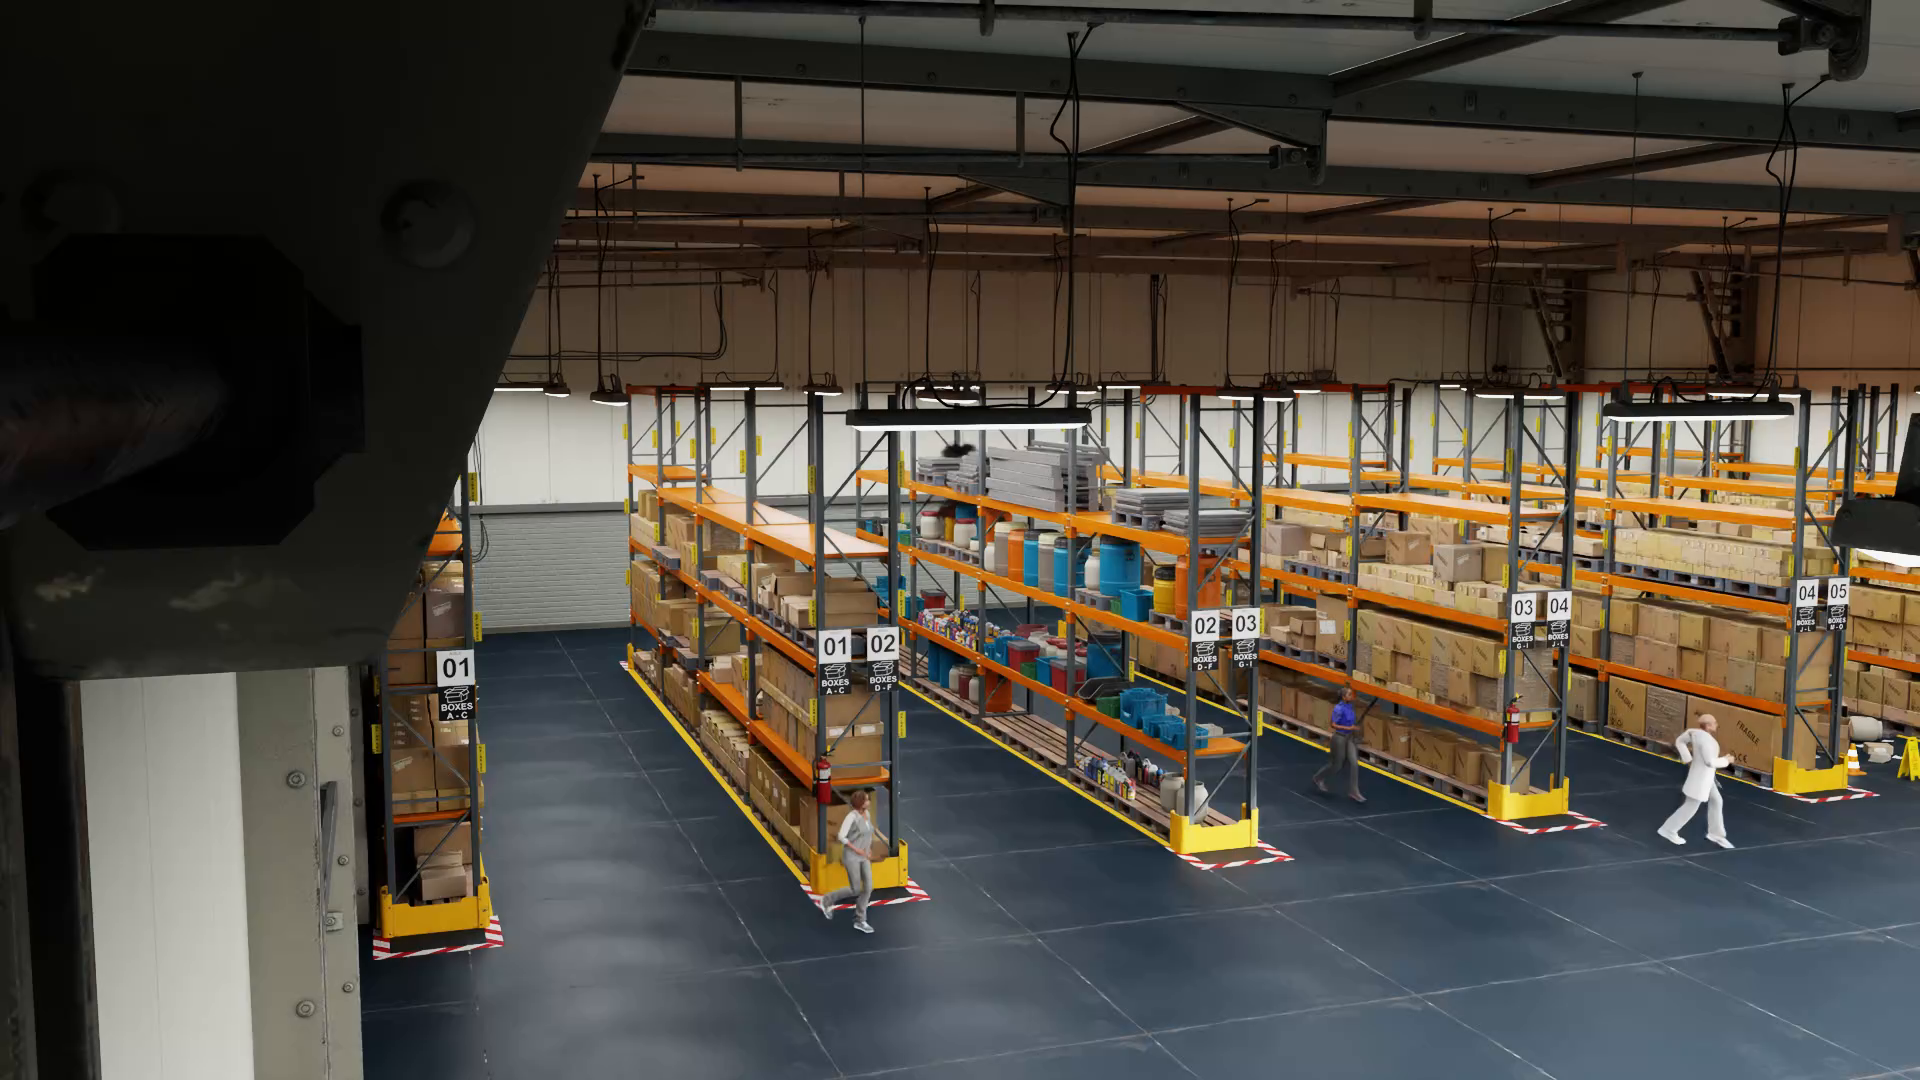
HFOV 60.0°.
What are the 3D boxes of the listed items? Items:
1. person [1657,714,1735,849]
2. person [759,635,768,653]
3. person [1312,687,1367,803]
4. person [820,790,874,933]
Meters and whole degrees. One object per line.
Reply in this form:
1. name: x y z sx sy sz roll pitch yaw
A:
1. person: 9.731 3.186 21.909 0.962 1.820 0.656 2 6 18
2. person: -4.214 1.925 34.720 0.659 1.685 0.760 -3 7 -30
3. person: 5.588 2.988 24.474 0.867 1.677 0.566 5 8 41
4. person: -1.206 3.620 18.915 0.687 1.563 0.580 3 7 27
